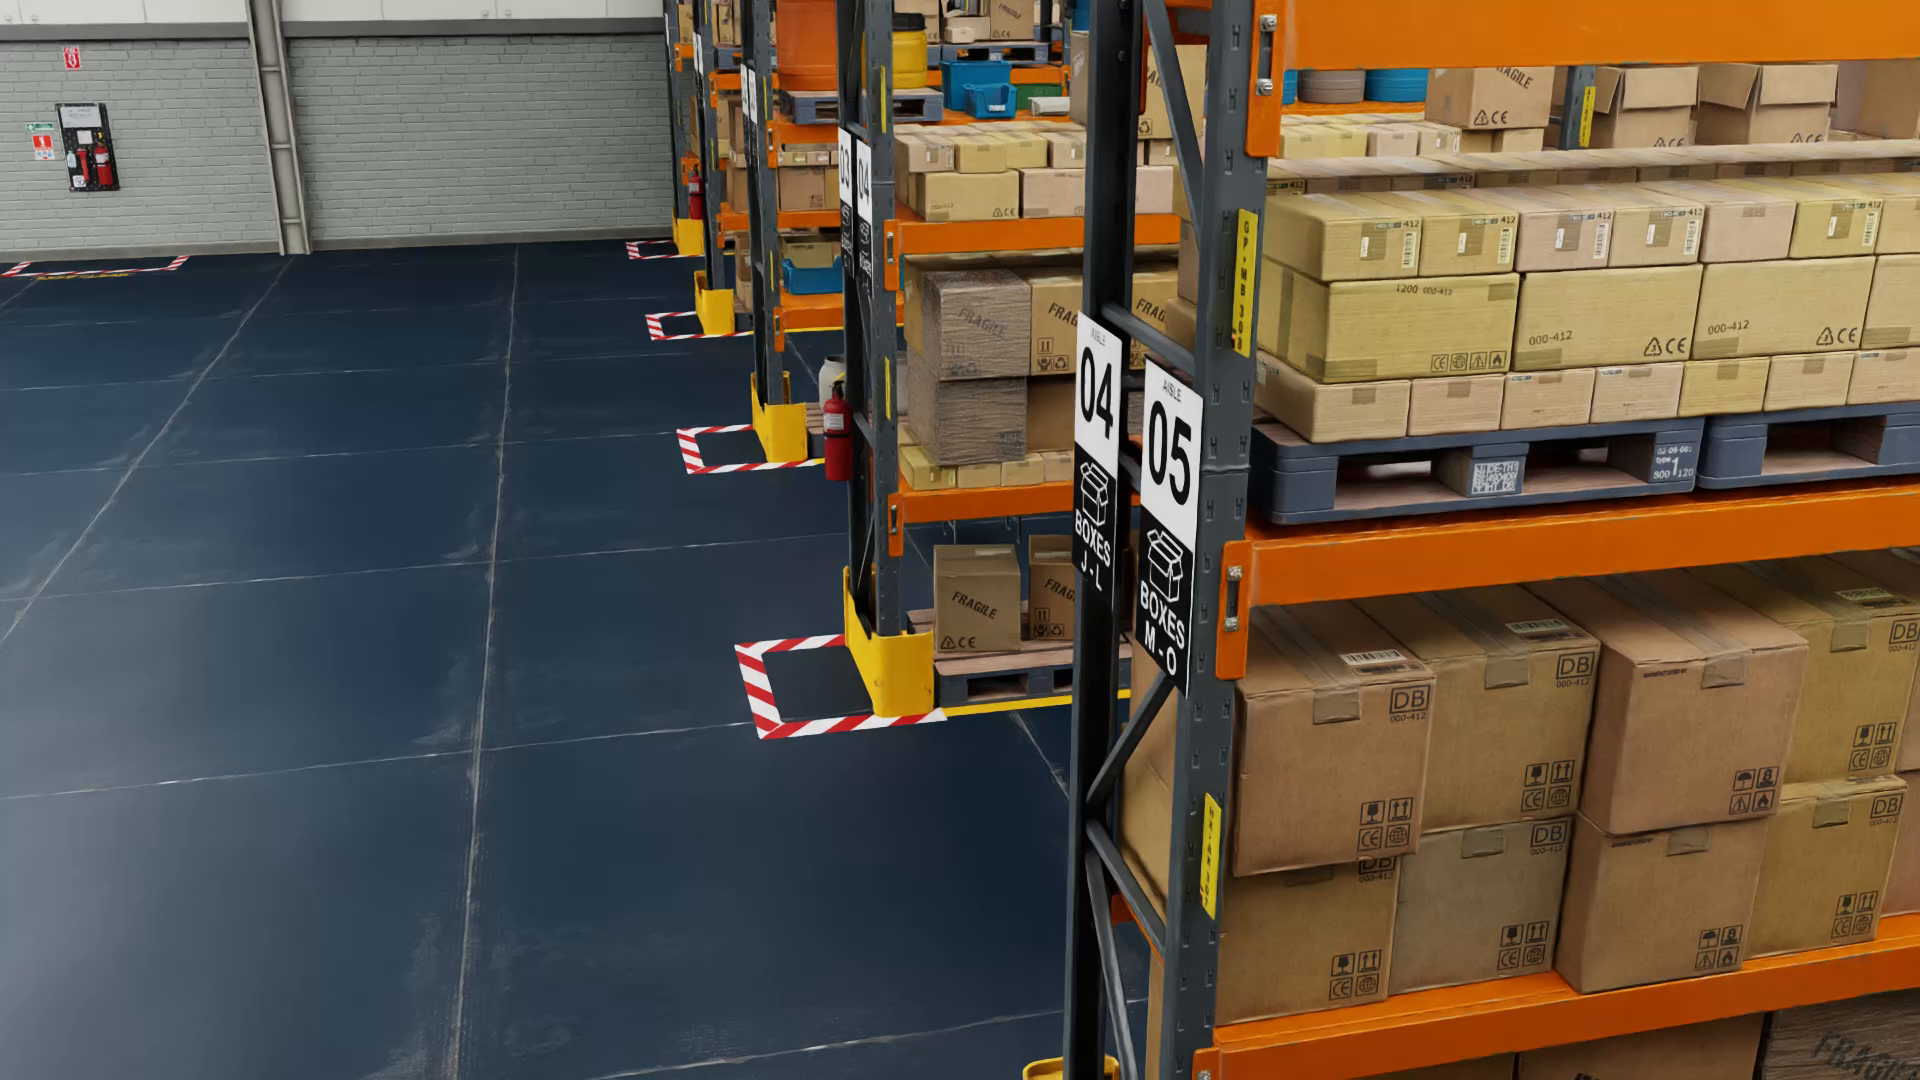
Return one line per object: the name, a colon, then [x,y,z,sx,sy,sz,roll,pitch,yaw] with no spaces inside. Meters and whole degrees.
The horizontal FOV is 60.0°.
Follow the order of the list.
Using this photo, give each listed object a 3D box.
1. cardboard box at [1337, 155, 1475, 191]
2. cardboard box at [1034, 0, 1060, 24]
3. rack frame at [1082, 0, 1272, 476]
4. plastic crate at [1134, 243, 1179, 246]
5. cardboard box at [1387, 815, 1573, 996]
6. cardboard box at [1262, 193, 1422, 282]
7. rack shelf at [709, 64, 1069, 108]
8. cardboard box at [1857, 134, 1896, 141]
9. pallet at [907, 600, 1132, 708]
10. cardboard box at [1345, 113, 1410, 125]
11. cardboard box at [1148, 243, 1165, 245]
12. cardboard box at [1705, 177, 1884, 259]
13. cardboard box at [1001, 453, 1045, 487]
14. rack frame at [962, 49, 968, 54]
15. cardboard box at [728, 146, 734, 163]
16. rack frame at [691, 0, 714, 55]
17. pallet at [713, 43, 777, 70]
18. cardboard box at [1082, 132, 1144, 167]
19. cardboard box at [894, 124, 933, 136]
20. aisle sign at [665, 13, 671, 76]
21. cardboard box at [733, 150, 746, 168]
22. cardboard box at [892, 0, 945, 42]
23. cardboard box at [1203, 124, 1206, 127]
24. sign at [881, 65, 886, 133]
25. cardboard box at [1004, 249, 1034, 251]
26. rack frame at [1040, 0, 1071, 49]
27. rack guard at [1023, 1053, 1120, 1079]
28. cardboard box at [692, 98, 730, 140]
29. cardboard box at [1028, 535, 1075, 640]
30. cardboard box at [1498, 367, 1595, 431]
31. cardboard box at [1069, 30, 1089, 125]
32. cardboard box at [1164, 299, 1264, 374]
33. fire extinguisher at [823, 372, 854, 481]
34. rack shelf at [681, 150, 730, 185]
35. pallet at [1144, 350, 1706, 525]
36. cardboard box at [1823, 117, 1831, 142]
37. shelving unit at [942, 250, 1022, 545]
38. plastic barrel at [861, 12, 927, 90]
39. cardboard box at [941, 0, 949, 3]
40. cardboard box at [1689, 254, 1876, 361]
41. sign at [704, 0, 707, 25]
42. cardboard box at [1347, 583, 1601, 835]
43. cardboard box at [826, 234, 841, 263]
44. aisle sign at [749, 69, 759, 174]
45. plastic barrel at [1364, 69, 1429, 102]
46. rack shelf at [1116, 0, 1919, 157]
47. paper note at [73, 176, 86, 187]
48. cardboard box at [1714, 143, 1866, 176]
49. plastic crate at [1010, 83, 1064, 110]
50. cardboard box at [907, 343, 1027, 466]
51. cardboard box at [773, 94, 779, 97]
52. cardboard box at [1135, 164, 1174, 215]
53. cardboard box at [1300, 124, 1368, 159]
cardboard box: [1.272,-1.008,4.793,0.250,0.149,0.380,-4,21,-12]
cardboard box: [1.110,-7.507,23.604,0.500,0.311,0.500,-4,20,-11]
rack frame: [0.530,-1.736,3.970,0.127,3.000,1.000,-5,21,-12]
plastic crate: [1.701,-2.533,14.960,0.504,0.338,0.767,-5,21,-12]
cardboard box: [1.411,0.916,5.236,0.550,0.550,0.875,-5,21,-12]
cardboard box: [0.928,-0.748,4.084,0.250,0.149,0.380,-4,21,-12]
rack shelf: [-0.843,-5.132,18.649,4.000,0.370,1.077,-5,21,-12]
cardboard box: [5.897,-2.356,10.242,0.500,0.250,0.500,-4,21,-11]
pallet: [0.359,0.664,10.195,1.213,0.211,1.003,-5,21,-12]
cardboard box: [2.479,-2.448,9.914,0.250,0.149,0.380,-5,21,-12]
cardboard box: [2.555,-3.418,19.856,0.500,0.311,0.500,-5,21,-14]
cardboard box: [2.165,-0.848,4.357,0.250,0.149,0.380,-5,21,-13]
cardboard box: [0.313,-0.440,9.520,0.250,0.149,0.380,-5,21,-12]
rack frame: [-0.040,-5.878,23.999,0.127,3.000,1.000,-5,21,-12]
cardboard box: [-2.461,-4.349,18.737,0.250,0.149,0.380,-5,21,-13]
rack frame: [-2.789,-6.720,17.577,0.127,3.000,1.000,-5,21,-12]
pallet: [-2.095,-5.317,18.237,1.213,0.211,1.003,-5,21,-12]
cardboard box: [0.819,-2.122,9.023,0.250,0.149,0.380,-5,21,-13]
cardboard box: [-0.315,-2.239,9.342,0.250,0.149,0.380,-5,21,-12]
aisle sign: [-3.934,-6.676,22.398,0.004,0.787,0.394,-5,21,-12]
cardboard box: [-2.358,-4.214,18.368,0.250,0.149,0.380,-5,21,-13]
cardboard box: [-0.528,-5.852,18.603,0.637,0.503,0.797,-2,20,-6]
cardboard box: [1.230,-2.345,9.634,0.250,0.149,0.380,-6,21,-15]
sign: [-0.388,-2.224,8.394,0.005,0.325,0.100,-5,21,-12]
cardboard box: [0.580,-3.546,19.931,0.500,0.500,0.500,-5,21,-12]
rack frame: [1.103,-7.037,18.441,0.127,3.000,1.000,-5,21,-12]
rack guard: [0.506,2.257,5.427,0.348,0.500,1.175,-5,21,-12]
cardboard box: [-3.399,-5.789,22.857,0.500,0.500,0.500,-5,21,-12]
cardboard box: [0.672,0.287,10.194,0.500,0.500,0.500,1,20,2]
cardboard box: [1.429,-0.413,4.330,0.250,0.149,0.380,-5,21,-12]
cardboard box: [0.937,-2.624,9.452,0.500,0.500,0.500,-5,21,-12]
cardboard box: [0.775,-0.593,4.821,0.250,0.149,0.380,-5,21,-13]
fire extinguisher: [-0.731,-0.696,9.966,0.183,0.674,0.296,-5,21,-12]
rack shelf: [-1.986,-5.382,23.691,4.000,0.370,1.077,-5,21,-12]
pallet: [1.249,-0.348,4.671,1.213,0.211,1.003,-5,21,-12]
cardboard box: [5.181,-2.581,10.369,0.250,0.166,0.380,-5,21,-14]
shelving unit: [0.161,-0.999,11.989,0.503,2.100,0.431,-5,21,-12]
plastic barrel: [-0.573,-4.072,13.824,0.600,0.588,0.600,0,20,0]
cardboard box: [-0.465,-7.682,22.934,0.500,0.500,0.500,-6,21,-17]
cardboard box: [2.043,-0.674,4.461,0.500,0.250,0.500,-5,21,-13]
sign: [-2.667,-5.573,17.421,0.005,0.325,0.100,-5,21,-12]
cardboard box: [1.414,0.413,5.038,0.550,0.550,0.875,-5,21,-12]
cardboard box: [-1.246,-3.213,19.023,0.500,0.500,0.500,-5,21,-12]
aisle sign: [-1.656,-3.362,13.352,0.004,0.787,0.394,-5,21,-12]
plastic barrel: [3.958,-4.422,14.935,0.708,0.901,0.600,-5,21,-12]
rack shelf: [2.476,-1.368,4.595,4.000,0.370,1.077,-5,21,-12]
paper note: [-11.891,-4.844,22.457,0.142,0.148,0.016,-5,21,-12]
cardboard box: [2.509,-1.109,5.070,0.250,0.149,0.380,-5,21,-13]
plastic crate: [0.642,-3.837,14.375,0.450,0.188,0.336,-5,21,-12]
cardboard box: [0.028,-0.808,9.581,0.500,0.500,0.875,-5,21,-12]
cardboard box: [-2.529,-6.040,23.540,0.500,0.500,0.500,-5,21,-14]
cardboard box: [0.999,-1.957,9.154,0.500,0.250,0.500,-5,21,-13]
cardboard box: [2.093,-2.241,9.348,0.250,0.149,0.380,-4,20,-10]
